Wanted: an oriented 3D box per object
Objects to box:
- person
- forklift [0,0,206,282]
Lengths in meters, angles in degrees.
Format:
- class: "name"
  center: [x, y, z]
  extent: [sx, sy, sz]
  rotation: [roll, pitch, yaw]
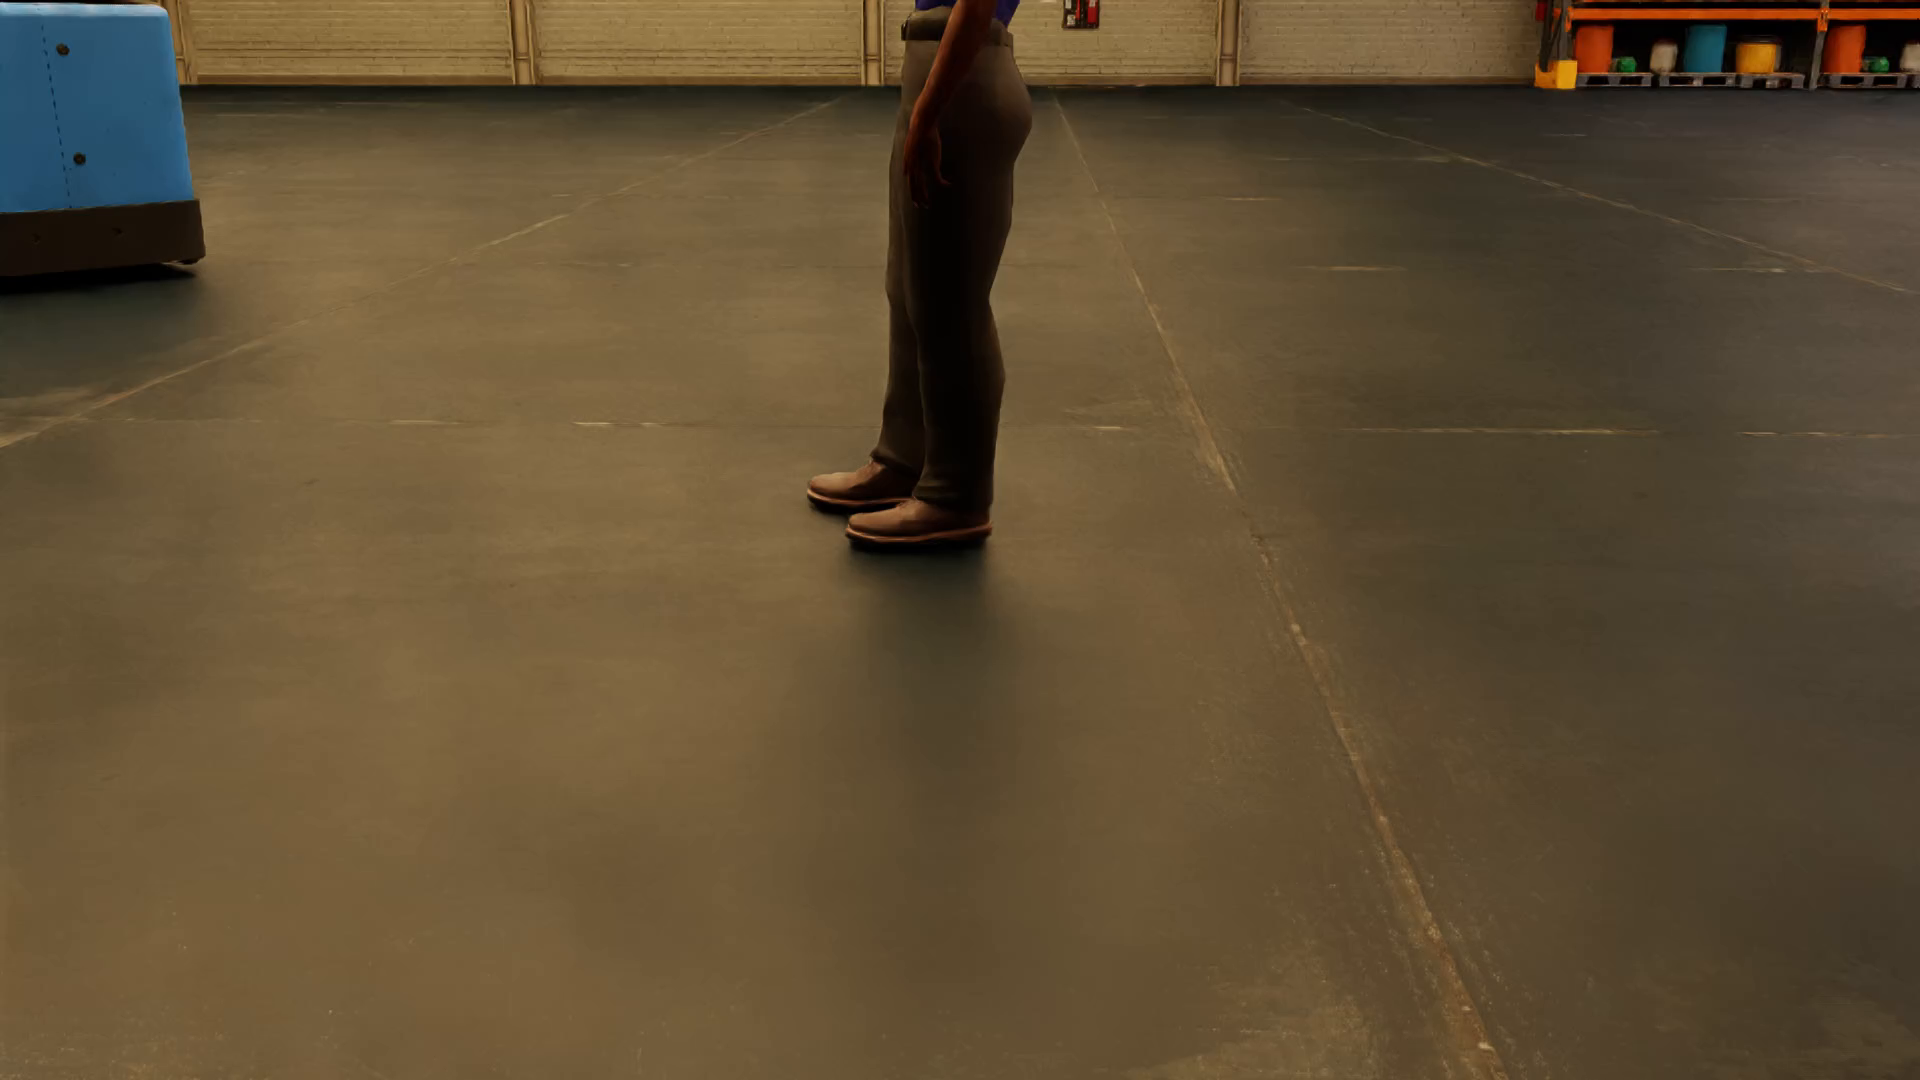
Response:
- class: "person"
  center: [-0.087, -0.804, 3.146]
  extent: [0.503, 1.654, 0.570]
  rotation: [1, 17, 2]
- class: "forklift"
  center: [-4.555, -2.705, 7.139]
  extent: [3.031, 2.935, 1.130]
  rotation: [16, 23, 41]
